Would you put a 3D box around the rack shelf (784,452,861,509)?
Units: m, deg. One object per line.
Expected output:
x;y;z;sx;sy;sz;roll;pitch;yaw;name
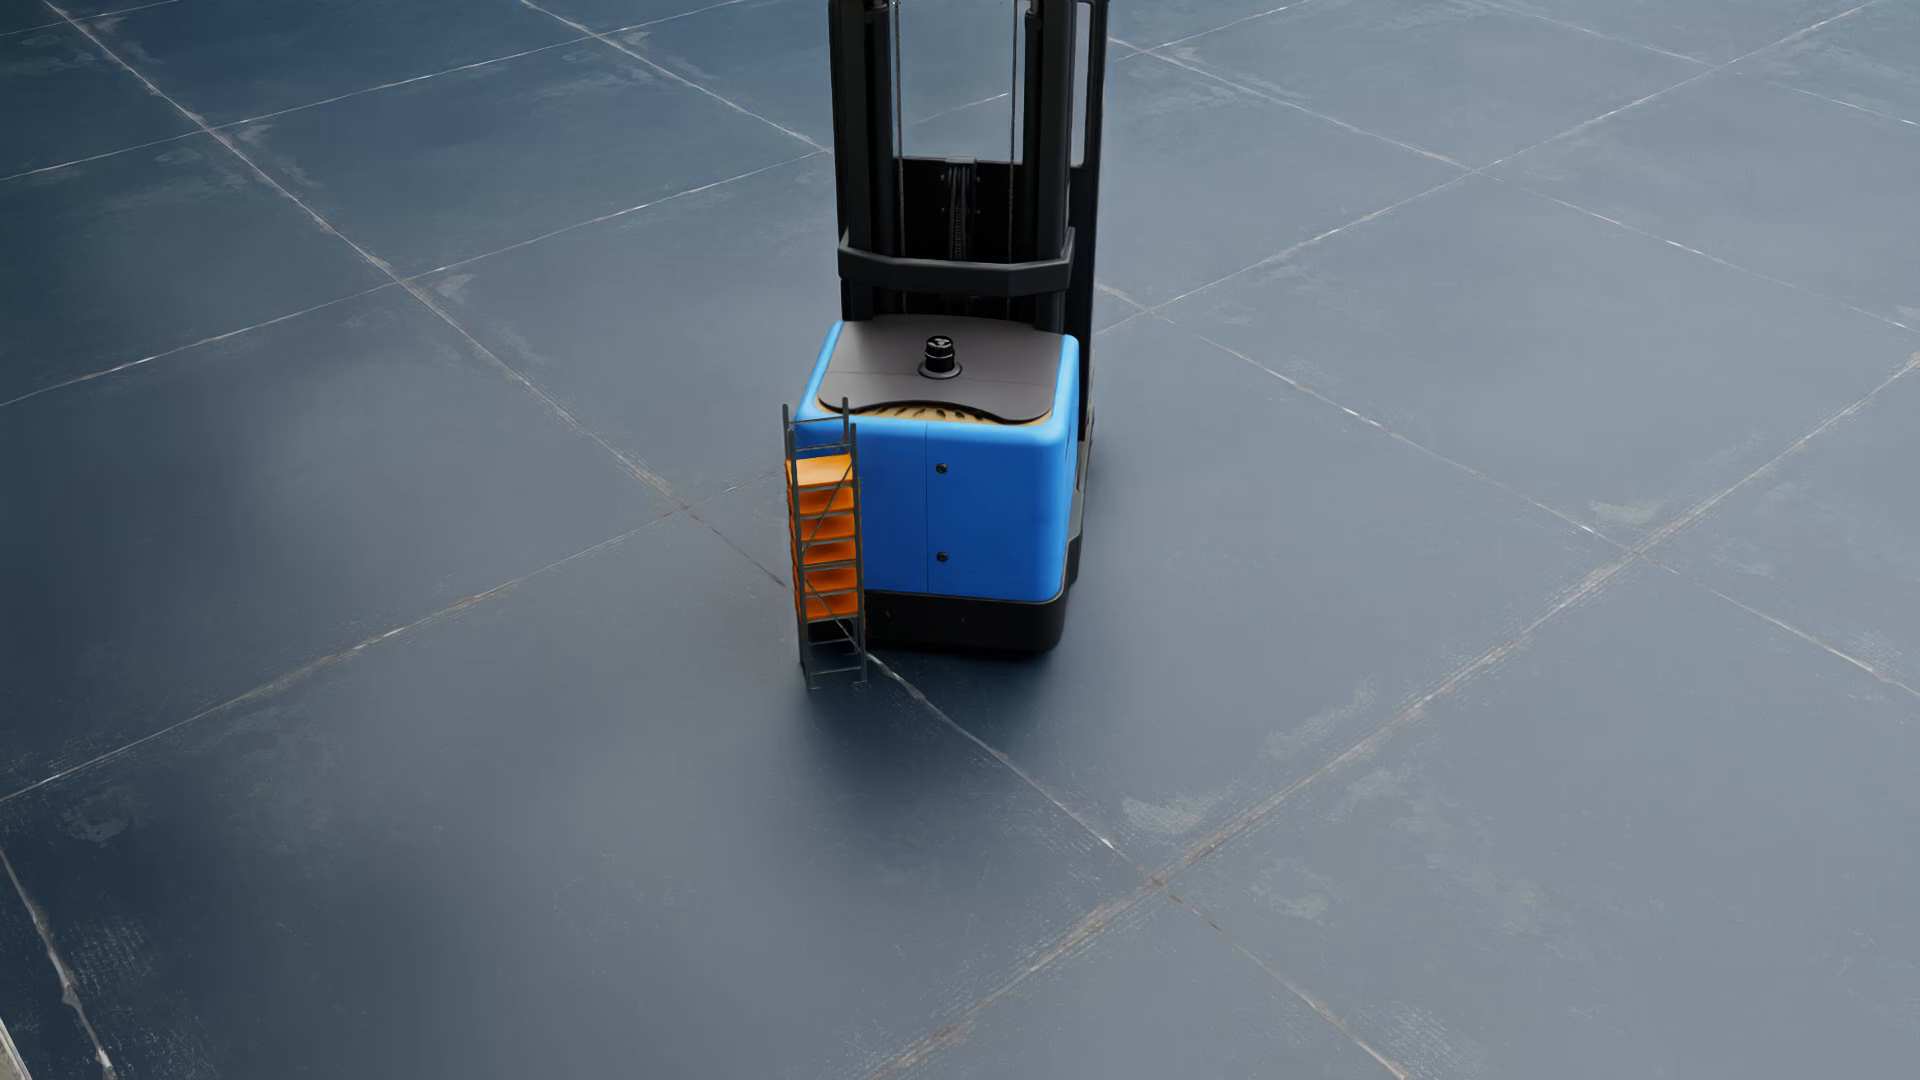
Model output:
-0.505;-0.220;6.109;0.258;0.103;0.180;-7;36;-10;rack shelf

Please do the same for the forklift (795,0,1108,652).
0.061;-1.591;7.093;1.130;2.935;3.031;4;36;6;forklift

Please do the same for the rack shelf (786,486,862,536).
-0.505;-0.122;6.179;0.258;0.103;0.180;-7;36;-10;rack shelf

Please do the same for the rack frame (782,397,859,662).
-0.525;-0.015;6.365;0.240;1.200;0.006;-7;36;-10;rack frame

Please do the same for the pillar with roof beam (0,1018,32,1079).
1.439;-2.861;3.636;9.100;9.000;0.400;-26;43;-32;pillar with roof beam

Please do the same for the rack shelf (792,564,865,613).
-0.505;0.171;6.387;0.258;0.103;0.180;-7;36;-10;rack shelf

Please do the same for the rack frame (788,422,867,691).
-0.486;0.089;6.219;0.240;1.200;0.006;-7;36;-10;rack frame

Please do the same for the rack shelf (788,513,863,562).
-0.505;-0.025;6.248;0.258;0.103;0.180;-7;36;-10;rack shelf

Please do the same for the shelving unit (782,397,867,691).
-0.505;0.037;6.292;0.258;1.200;0.189;-7;36;-10;shelving unit

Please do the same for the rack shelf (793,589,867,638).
-0.505;0.269;6.456;0.258;0.103;0.180;-7;36;-10;rack shelf

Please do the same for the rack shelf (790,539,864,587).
-0.505;0.073;6.317;0.258;0.103;0.180;-7;36;-10;rack shelf
